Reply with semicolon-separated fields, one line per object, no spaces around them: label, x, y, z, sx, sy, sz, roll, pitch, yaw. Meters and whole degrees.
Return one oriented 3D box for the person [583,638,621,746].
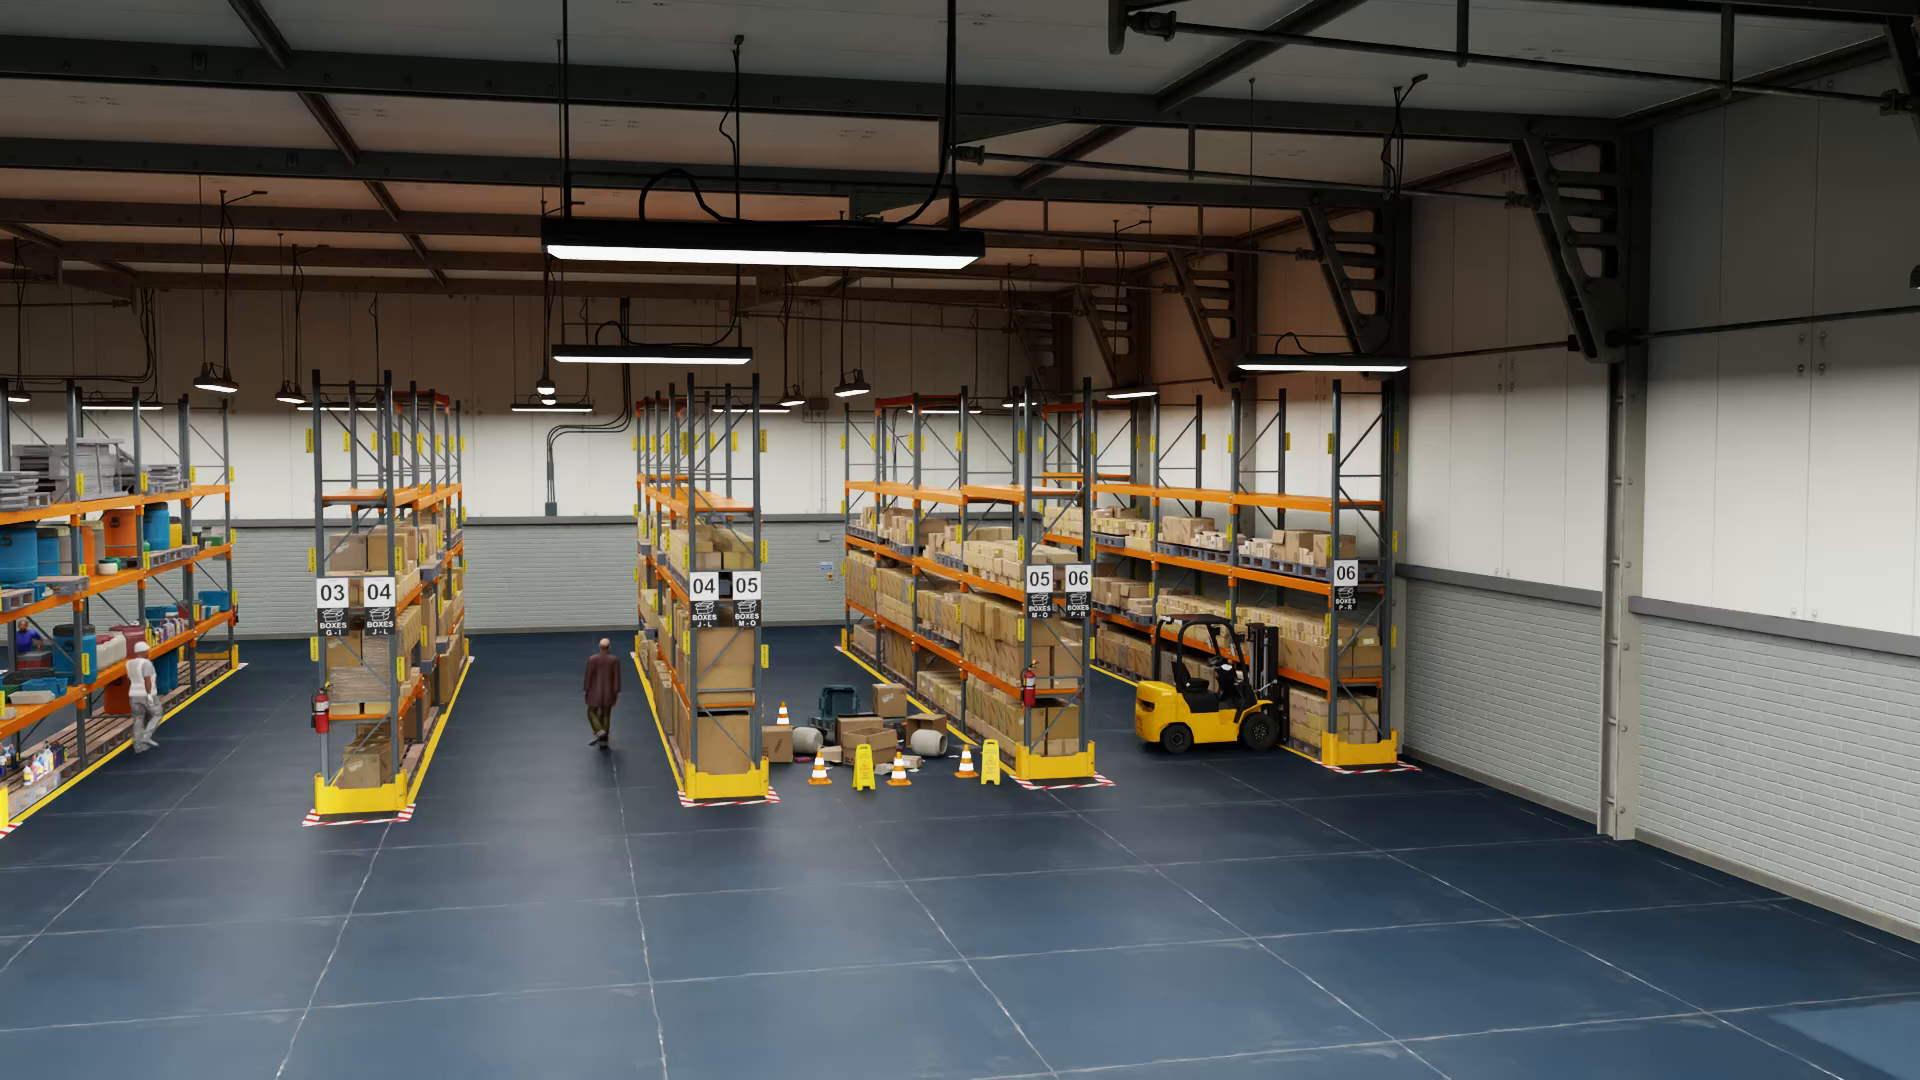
person;-5.894;2.518;27.416;0.605;1.776;0.614;-1;3;-19

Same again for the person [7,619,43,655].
person;-18.432;2.328;32.814;0.509;1.567;0.730;0;3;-3

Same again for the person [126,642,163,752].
person;-13.309;2.544;27.035;0.583;1.772;0.491;0;3;5
